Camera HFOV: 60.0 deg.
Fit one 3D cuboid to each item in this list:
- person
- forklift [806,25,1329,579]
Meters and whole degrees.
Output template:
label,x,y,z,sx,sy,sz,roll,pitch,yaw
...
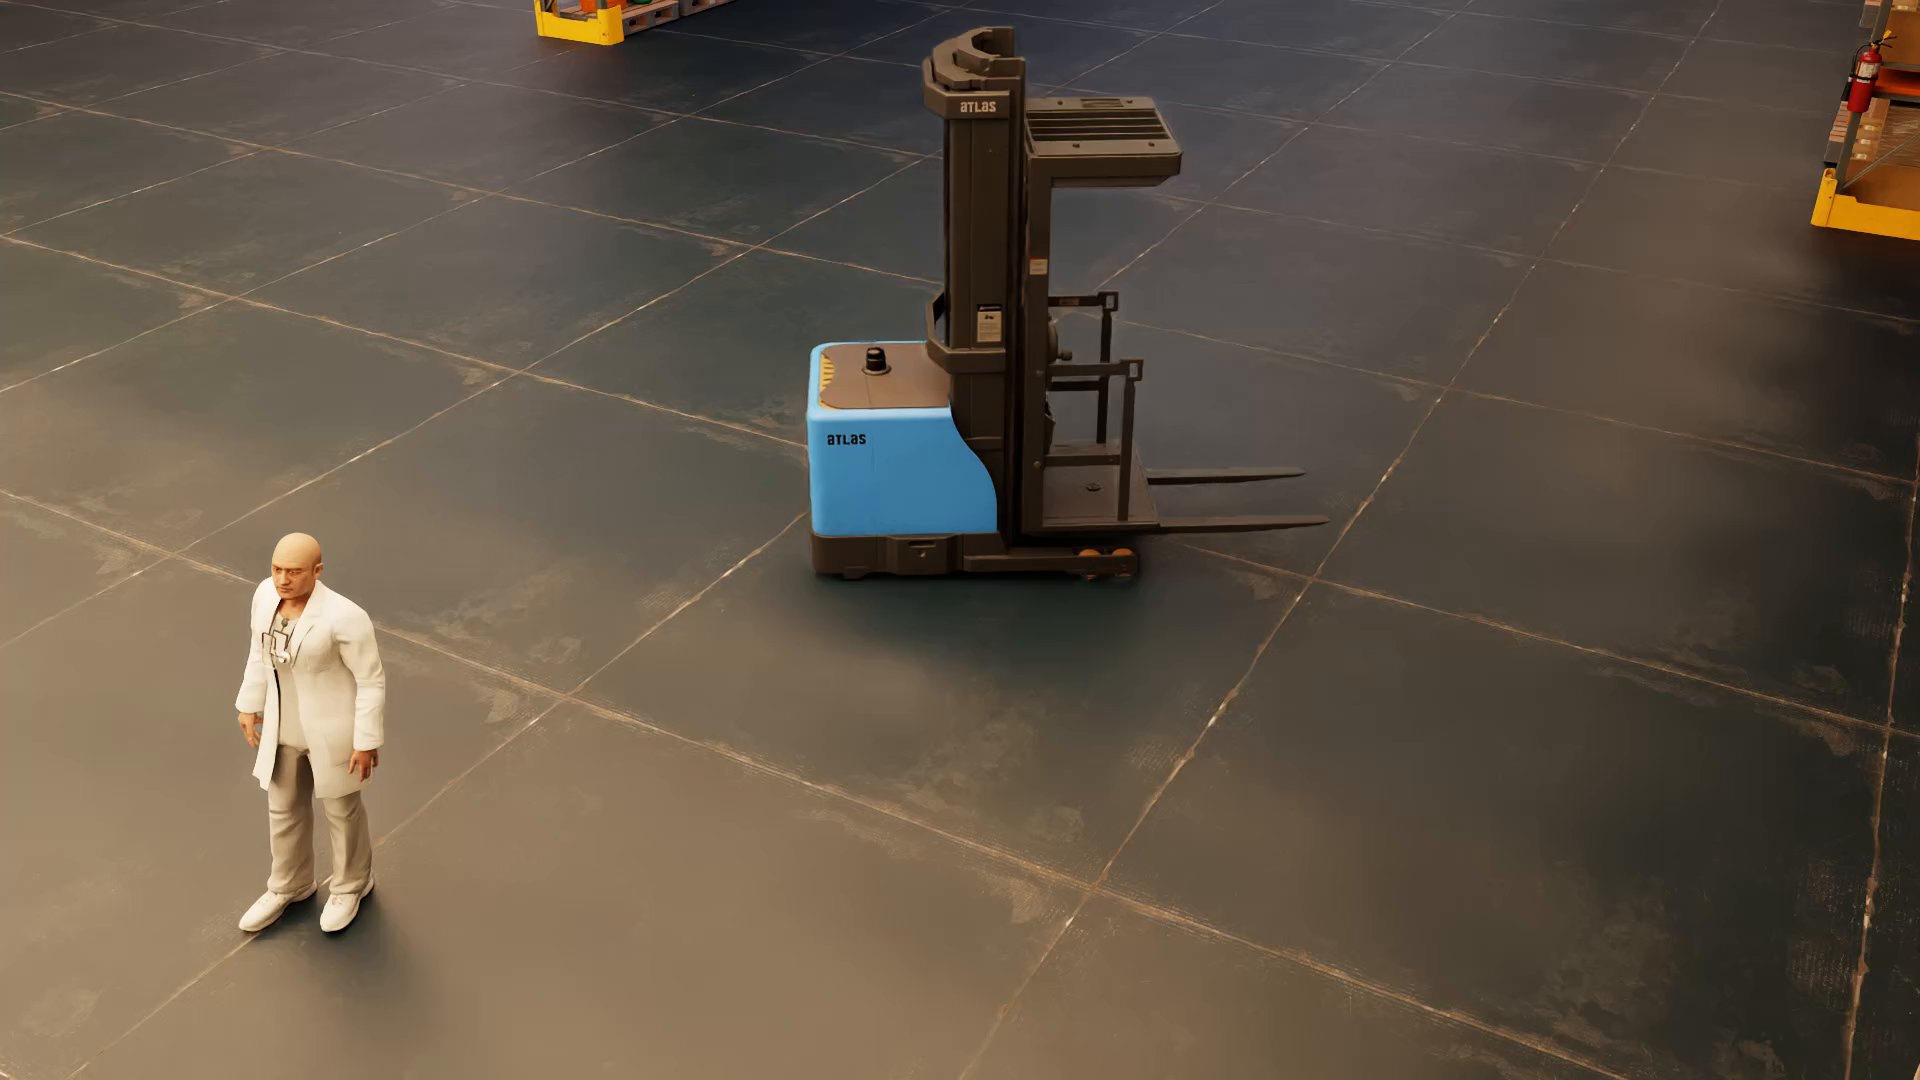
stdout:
label,x,y,z,sx,sy,sz,roll,pitch,yaw
person,-2.689,0.824,6.783,0.694,1.776,0.581,10,32,17
forklift,0.636,-1.312,9.343,3.031,2.935,1.130,-1,30,-3
